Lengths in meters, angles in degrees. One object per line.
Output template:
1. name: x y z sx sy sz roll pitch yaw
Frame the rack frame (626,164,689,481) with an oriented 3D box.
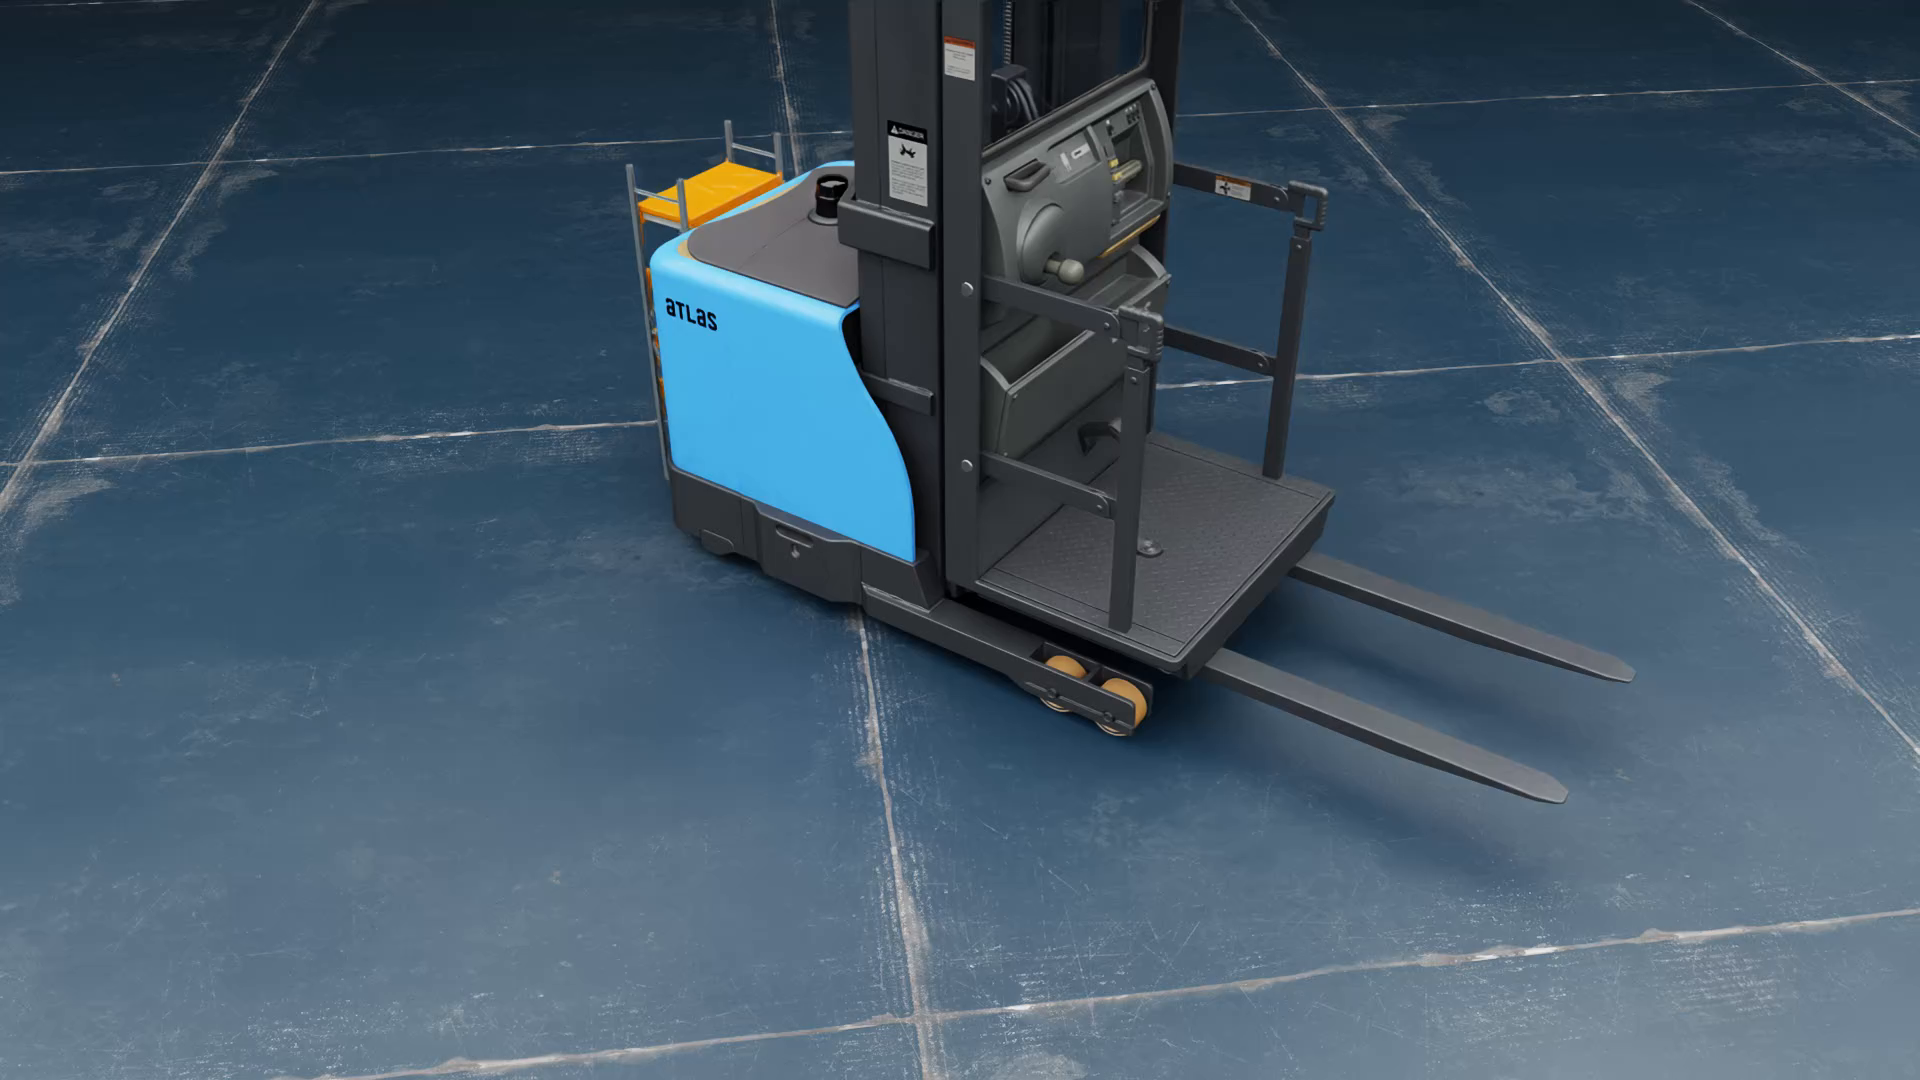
1. rack frame: -0.980 -0.687 5.691 0.240 1.200 0.015 20 39 28

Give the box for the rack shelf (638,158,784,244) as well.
1. rack shelf: -0.846 -1.127 5.639 0.258 0.148 0.480 20 39 28

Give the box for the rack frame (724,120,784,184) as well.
1. rack frame: -0.707 -0.915 6.025 0.240 1.200 0.015 20 39 28

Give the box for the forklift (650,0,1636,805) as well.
1. forklift: 0.517 -0.976 4.580 3.031 2.935 1.130 21 40 28

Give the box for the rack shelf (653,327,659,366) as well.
1. rack shelf: -0.843 -0.746 5.896 0.258 0.148 0.480 20 39 28

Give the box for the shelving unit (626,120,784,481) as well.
1. shelving unit: -0.843 -0.801 5.858 0.258 1.200 0.503 20 39 28

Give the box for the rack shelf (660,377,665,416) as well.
1. rack shelf: -0.841 -0.581 6.007 0.258 0.148 0.480 20 39 28

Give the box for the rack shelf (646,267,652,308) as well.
1. rack shelf: -0.845 -0.931 5.771 0.258 0.148 0.480 20 39 28
